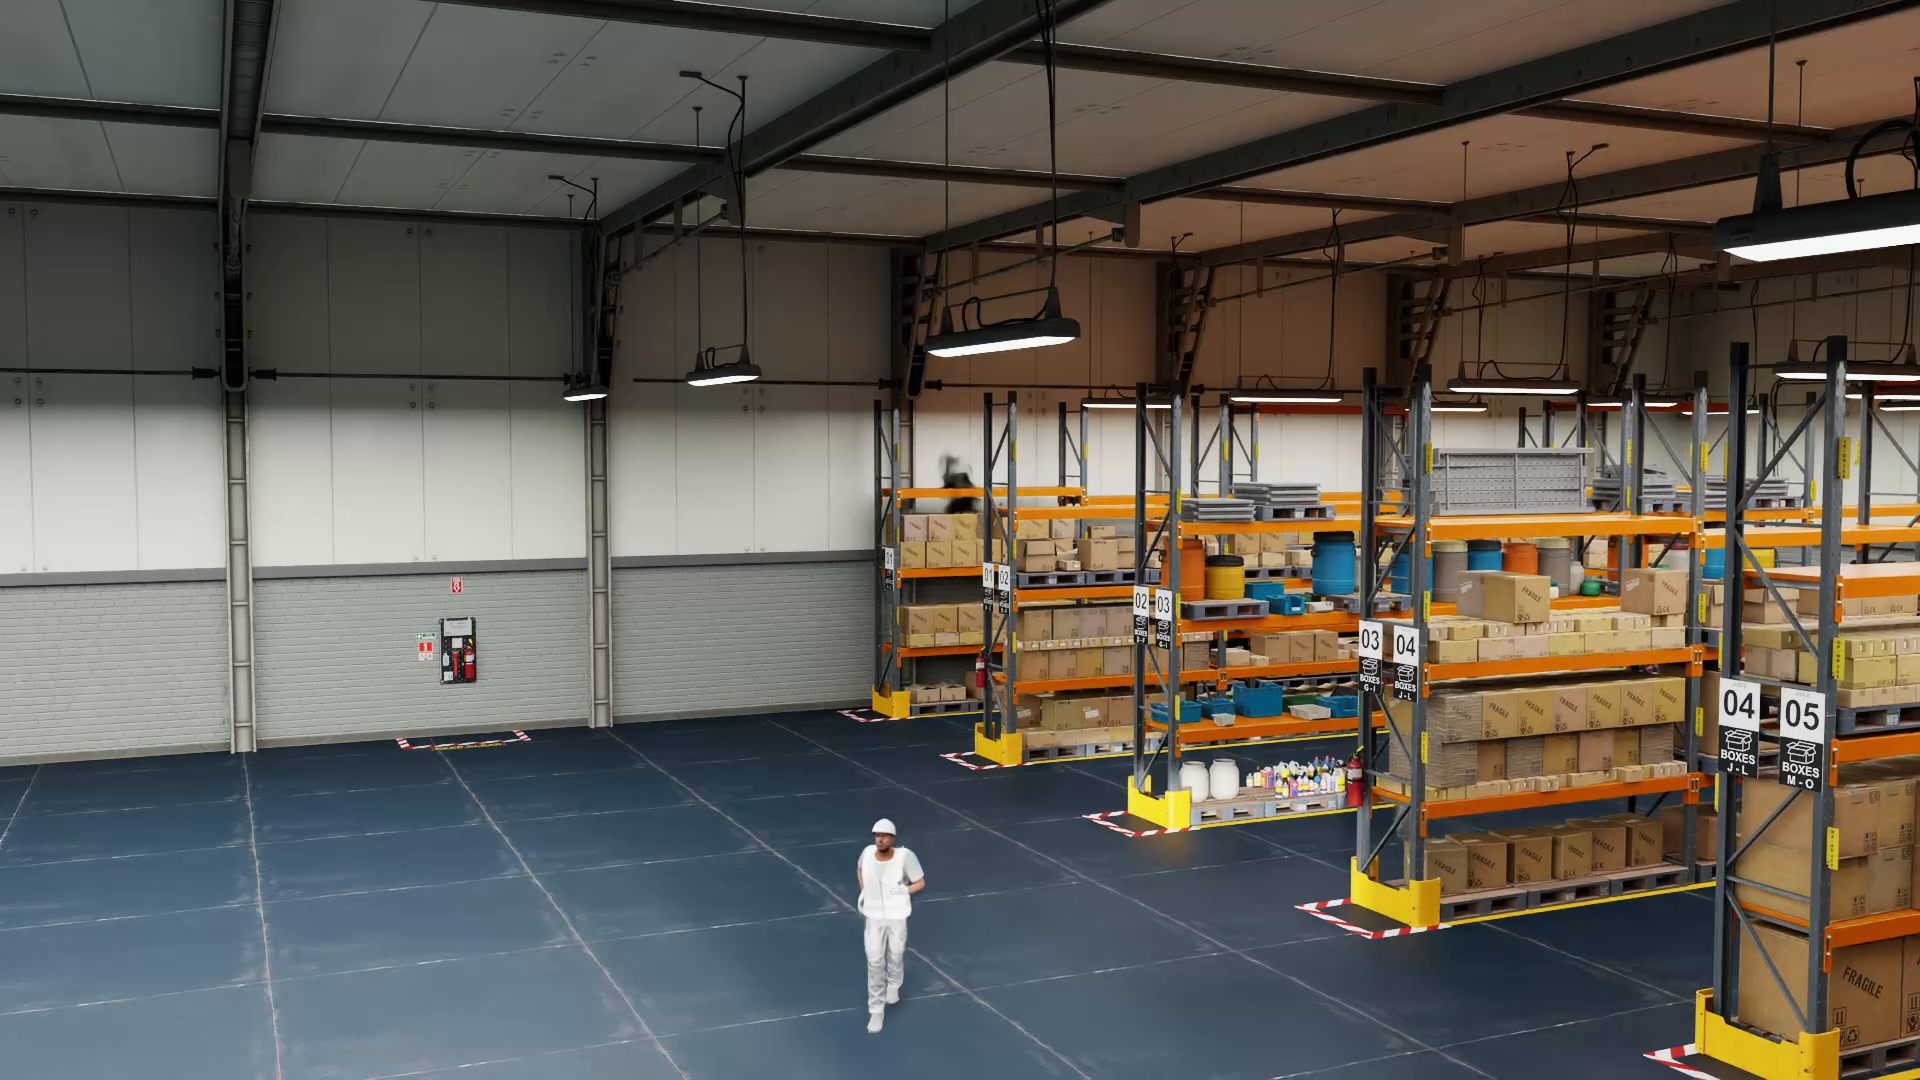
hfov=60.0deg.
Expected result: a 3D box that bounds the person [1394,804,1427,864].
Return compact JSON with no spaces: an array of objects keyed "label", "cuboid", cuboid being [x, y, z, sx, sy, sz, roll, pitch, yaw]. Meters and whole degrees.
[{"label":"person","cuboid":[5.447,3.112,20.249,0.592,1.732,0.645,-1,4,-22]}]

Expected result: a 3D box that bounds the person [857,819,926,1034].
[{"label":"person","cuboid":[-0.629,3.401,14.935,0.655,1.827,0.877,0,3,5]}]
